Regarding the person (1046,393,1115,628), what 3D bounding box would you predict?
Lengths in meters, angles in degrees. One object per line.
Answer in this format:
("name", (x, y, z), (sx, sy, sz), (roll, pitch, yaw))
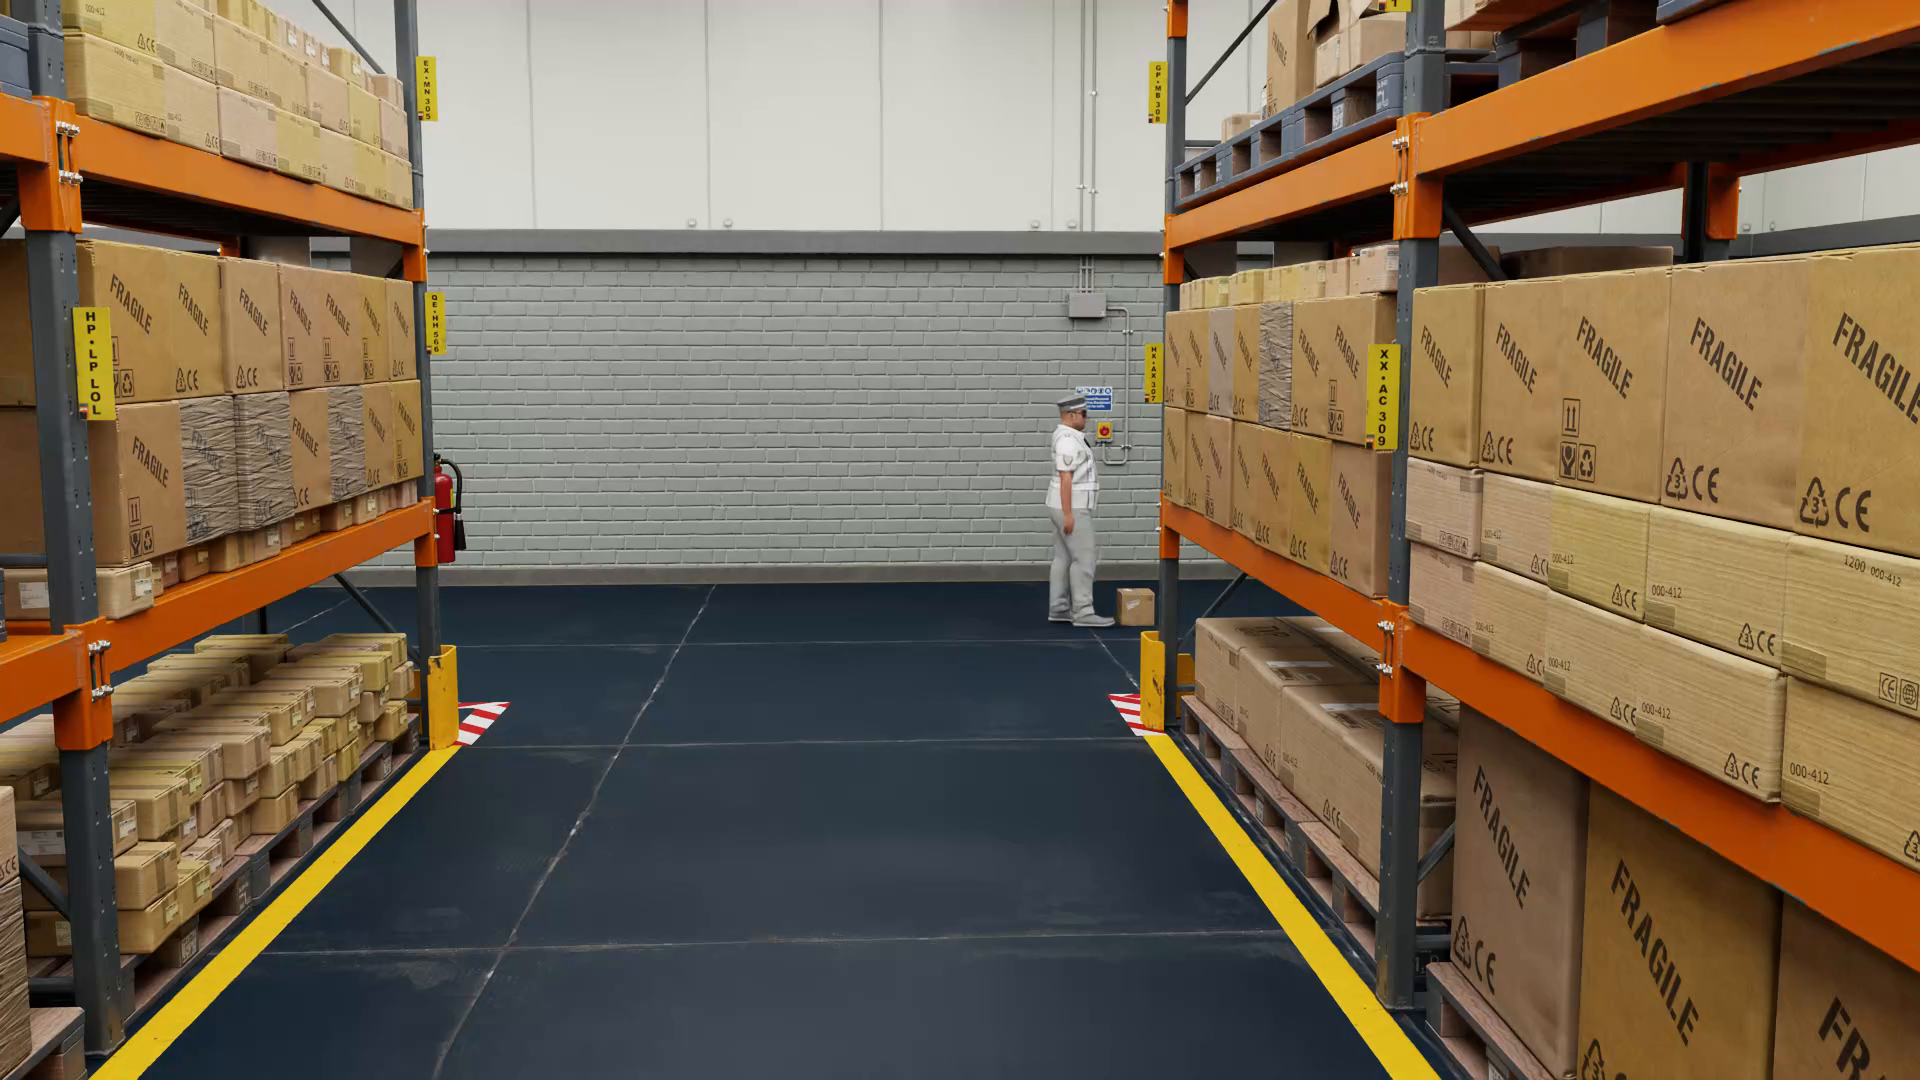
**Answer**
("person", (0.912, -0.235, 12.631), (0.516, 1.759, 0.538), (0, 7, -3))
